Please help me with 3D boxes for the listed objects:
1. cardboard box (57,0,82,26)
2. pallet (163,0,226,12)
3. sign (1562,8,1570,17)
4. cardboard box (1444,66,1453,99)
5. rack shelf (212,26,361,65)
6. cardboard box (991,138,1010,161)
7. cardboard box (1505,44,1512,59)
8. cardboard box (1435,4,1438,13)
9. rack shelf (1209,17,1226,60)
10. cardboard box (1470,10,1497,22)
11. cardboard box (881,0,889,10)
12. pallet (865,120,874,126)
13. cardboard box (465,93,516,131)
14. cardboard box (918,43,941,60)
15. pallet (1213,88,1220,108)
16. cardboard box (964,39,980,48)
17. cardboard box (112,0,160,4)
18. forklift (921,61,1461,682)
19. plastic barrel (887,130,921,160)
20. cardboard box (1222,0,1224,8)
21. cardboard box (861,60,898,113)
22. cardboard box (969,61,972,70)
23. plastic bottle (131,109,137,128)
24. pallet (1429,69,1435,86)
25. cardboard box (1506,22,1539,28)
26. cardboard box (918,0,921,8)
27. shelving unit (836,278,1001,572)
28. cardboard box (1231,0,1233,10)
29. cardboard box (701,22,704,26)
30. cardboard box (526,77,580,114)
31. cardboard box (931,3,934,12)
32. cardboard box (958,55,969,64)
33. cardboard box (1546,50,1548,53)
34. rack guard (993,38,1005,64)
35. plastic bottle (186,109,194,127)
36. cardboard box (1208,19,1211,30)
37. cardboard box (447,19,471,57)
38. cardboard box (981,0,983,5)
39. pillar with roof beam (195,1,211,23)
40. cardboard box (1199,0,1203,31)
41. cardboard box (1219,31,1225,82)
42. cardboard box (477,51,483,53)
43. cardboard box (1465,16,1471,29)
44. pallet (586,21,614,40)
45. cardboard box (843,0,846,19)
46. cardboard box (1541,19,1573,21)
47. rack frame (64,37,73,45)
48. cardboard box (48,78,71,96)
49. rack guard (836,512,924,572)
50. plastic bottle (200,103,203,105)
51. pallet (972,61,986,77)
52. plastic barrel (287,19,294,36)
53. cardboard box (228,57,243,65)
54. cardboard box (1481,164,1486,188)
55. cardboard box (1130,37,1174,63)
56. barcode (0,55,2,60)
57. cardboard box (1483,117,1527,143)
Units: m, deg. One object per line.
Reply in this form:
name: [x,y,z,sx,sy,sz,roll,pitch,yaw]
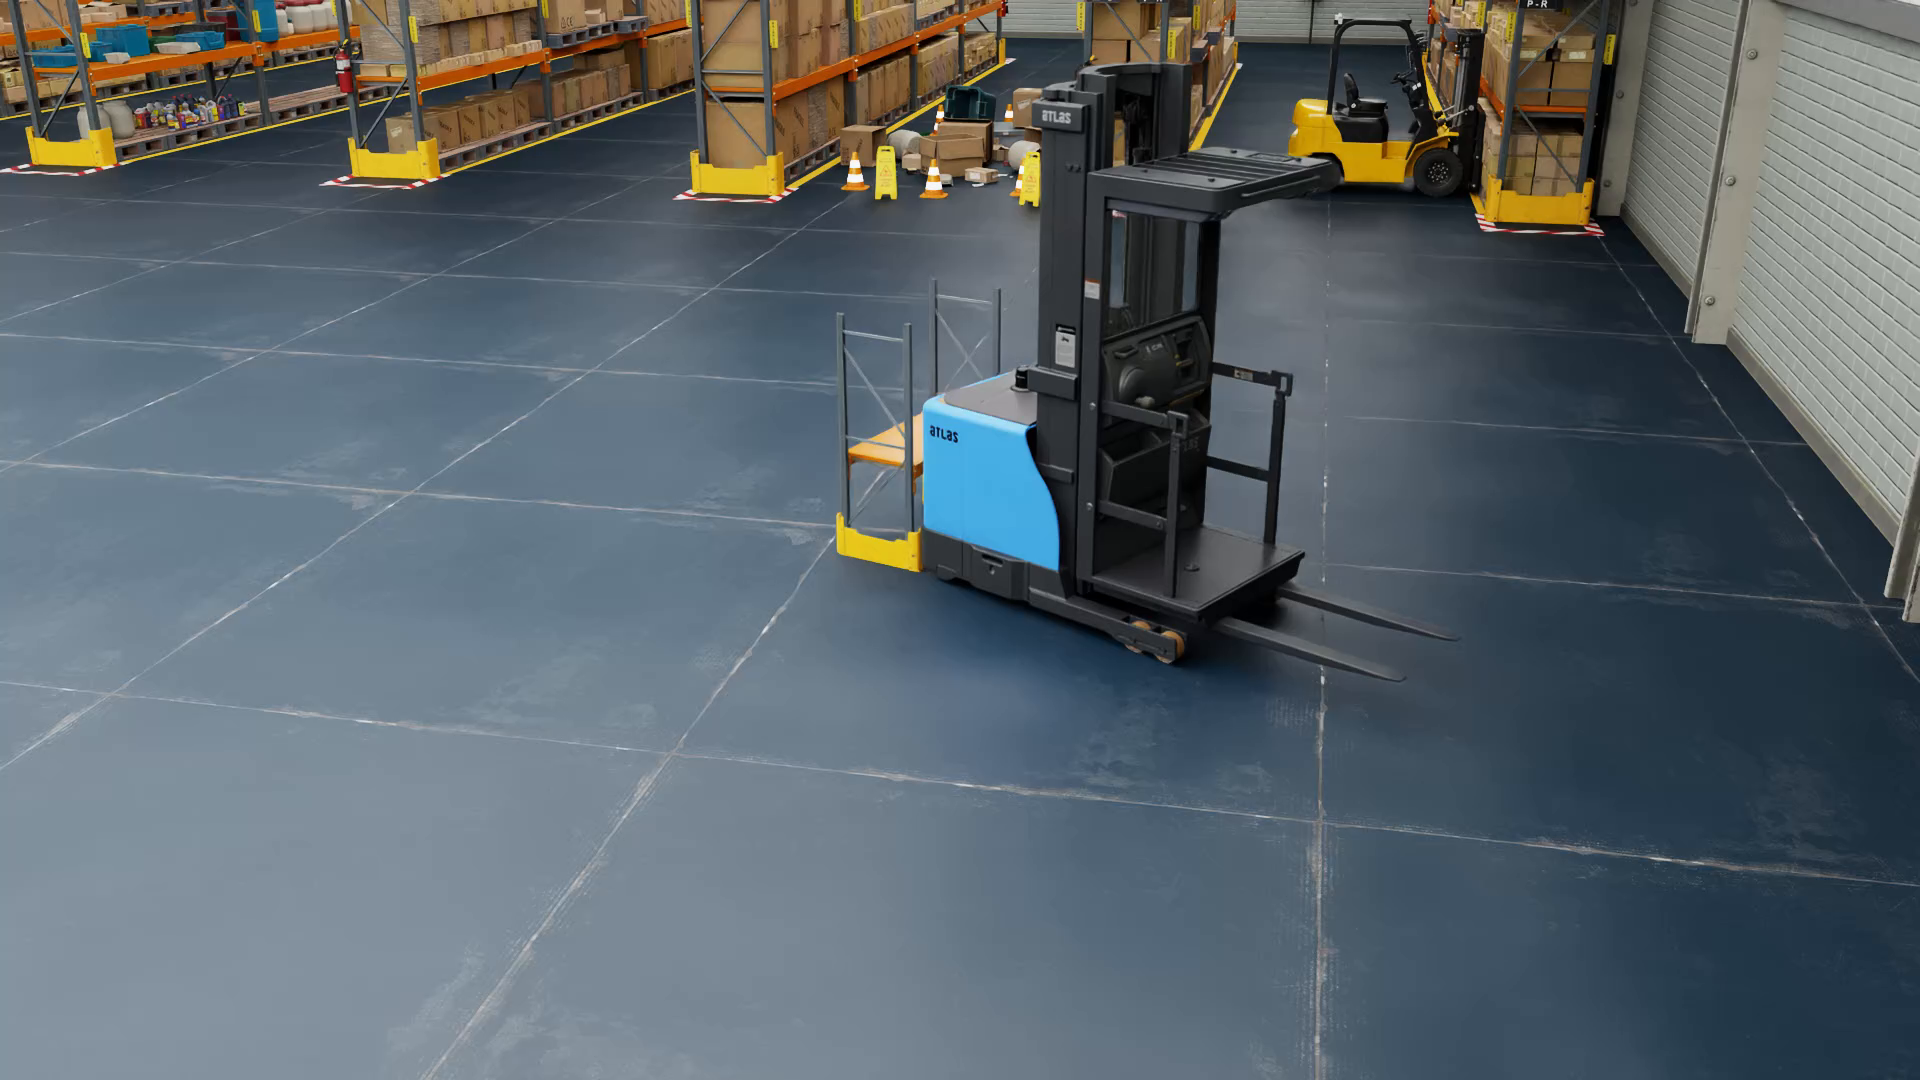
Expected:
cardboard box: [-16.093,-9.448,29.663,0.500,0.500,0.500,3,22,8]
pallet: [-15.375,-10.639,33.011,1.003,0.211,1.213,4,22,11]
sign: [8.219,-7.061,22.606,0.100,0.325,0.005,4,22,11]
cardboard box: [8.672,-7.899,28.735,0.500,0.500,0.500,4,22,9]
rack shelf: [-11.327,-8.572,28.586,1.077,0.370,4.000,4,22,11]
cardboard box: [0.548,-5.639,23.999,0.258,0.266,0.396,-11,25,-26]
cardboard box: [6.679,-5.793,19.719,0.380,0.149,0.250,5,22,12]
cardboard box: [9.477,-10.370,32.423,0.380,0.149,0.250,4,22,9]
rack shelf: [4.040,-8.902,29.405,1.077,0.370,4.000,4,22,11]
cardboard box: [7.738,-7.726,24.520,0.380,0.149,0.250,4,22,9]
cardboard box: [-1.541,-8.819,26.763,0.700,0.500,0.500,4,22,10]
pallet: [-1.967,-6.376,25.903,1.003,0.211,1.213,4,22,11]
cardboard box: [-7.116,-6.479,25.209,0.500,0.500,0.500,12,25,28]
cardboard box: [-0.640,-8.827,30.036,0.500,0.250,0.500,5,22,11]
pallet: [4.117,-7.938,29.782,1.003,0.211,1.213,4,22,11]
cardboard box: [0.198,-10.136,33.963,0.380,0.149,0.250,5,22,11]
cardboard box: [-15.749,-10.496,31.705,0.700,0.500,0.500,-3,22,-7]
forklift: [1.213,-0.934,8.749,3.031,2.935,1.130,18,28,38]
plastic barrel: [-0.781,-5.655,23.828,0.421,0.421,0.512,-16,27,-35]
cardboard box: [4.501,-9.766,30.120,0.500,0.250,0.500,5,22,12]
cardboard box: [-1.622,-7.460,27.311,1.050,0.750,0.750,5,22,12]
cardboard box: [0.024,-9.386,32.898,0.380,0.149,0.250,5,22,13]
plastic bottle: [-12.599,-6.405,25.289,0.061,0.283,0.133,5,22,12]
pallet: [9.696,-8.995,32.406,1.003,0.211,1.213,4,22,11]
cardboard box: [7.033,-6.395,20.817,0.380,0.149,0.250,5,22,12]
cardboard box: [-0.886,-9.322,28.860,0.380,0.149,0.250,6,23,13]
shelving unit: [-0.227,-0.731,10.161,0.587,1.500,1.083,13,25,28]
cardboard box: [5.120,-10.719,32.819,0.500,0.500,0.500,5,22,13]
cardboard box: [-5.365,-9.696,32.696,1.225,0.875,0.875,5,22,11]
cardboard box: [-6.624,-7.237,27.066,0.700,0.500,0.500,4,22,11]
cardboard box: [-0.677,-9.556,29.841,0.380,0.149,0.250,5,22,12]
cardboard box: [-0.031,-9.426,32.599,0.380,0.149,0.250,5,23,13]
cardboard box: [7.415,-5.784,20.567,0.500,0.500,0.500,4,22,10]
rack guard: [0.382,-10.583,35.962,1.175,0.500,0.348,4,22,11]
plastic bottle: [-11.786,-6.451,25.420,0.097,0.271,0.097,0,22,0]
cardboard box: [3.804,-8.246,26.586,0.380,0.149,0.250,4,22,10]
cardboard box: [-7.434,-7.089,23.408,0.875,0.500,0.500,4,22,11]
cardboard box: [0.259,-11.049,34.109,0.380,0.149,0.250,4,22,9]
pillar with roof beam: [-15.066,-16.826,40.088,9.100,9.000,0.400,4,22,11]
cardboard box: [3.293,-7.753,24.496,0.500,0.500,0.500,5,22,11]
cardboard box: [4.400,-8.944,30.827,0.875,0.875,0.875,5,23,13]
cardboard box: [-7.089,-6.946,23.922,0.380,0.149,0.250,4,22,11]
cardboard box: [7.934,-7.773,25.170,0.500,0.250,0.500,4,22,10]
pallet: [-6.434,-8.444,27.561,1.003,0.211,1.213,4,22,11]
cardboard box: [-2.160,-7.820,24.109,0.875,0.550,0.550,4,22,11]
cardboard box: [7.613,-6.544,21.187,0.380,0.149,0.250,4,22,10]
rack frame: [-19.801,-11.855,35.775,1.000,3.000,0.127,4,22,11]
cardboard box: [-16.050,-7.978,29.266,0.500,0.250,0.500,4,22,9]
rack guard: [-0.482,0.008,9.998,0.587,0.250,0.087,13,25,28]
plastic bottle: [-11.795,-6.671,25.950,0.061,0.283,0.133,4,22,11]
pallet: [-0.070,-9.710,34.181,1.003,0.211,1.213,4,22,11]
plastic barrel: [-11.315,-8.583,27.834,0.301,0.262,0.301,0,22,0]
cardboard box: [-14.983,-9.958,33.821,0.500,0.500,0.500,5,22,12]
cardboard box: [6.757,-4.498,20.625,0.500,0.250,0.500,4,22,11]
cardboard box: [2.367,-5.915,20.493,0.500,0.500,0.500,4,22,10]
barcode: [-16.124,-8.105,27.935,0.001,0.075,0.075,4,22,11]
cardboard box: [6.839,-5.149,20.904,0.500,0.250,0.500,5,22,12]
